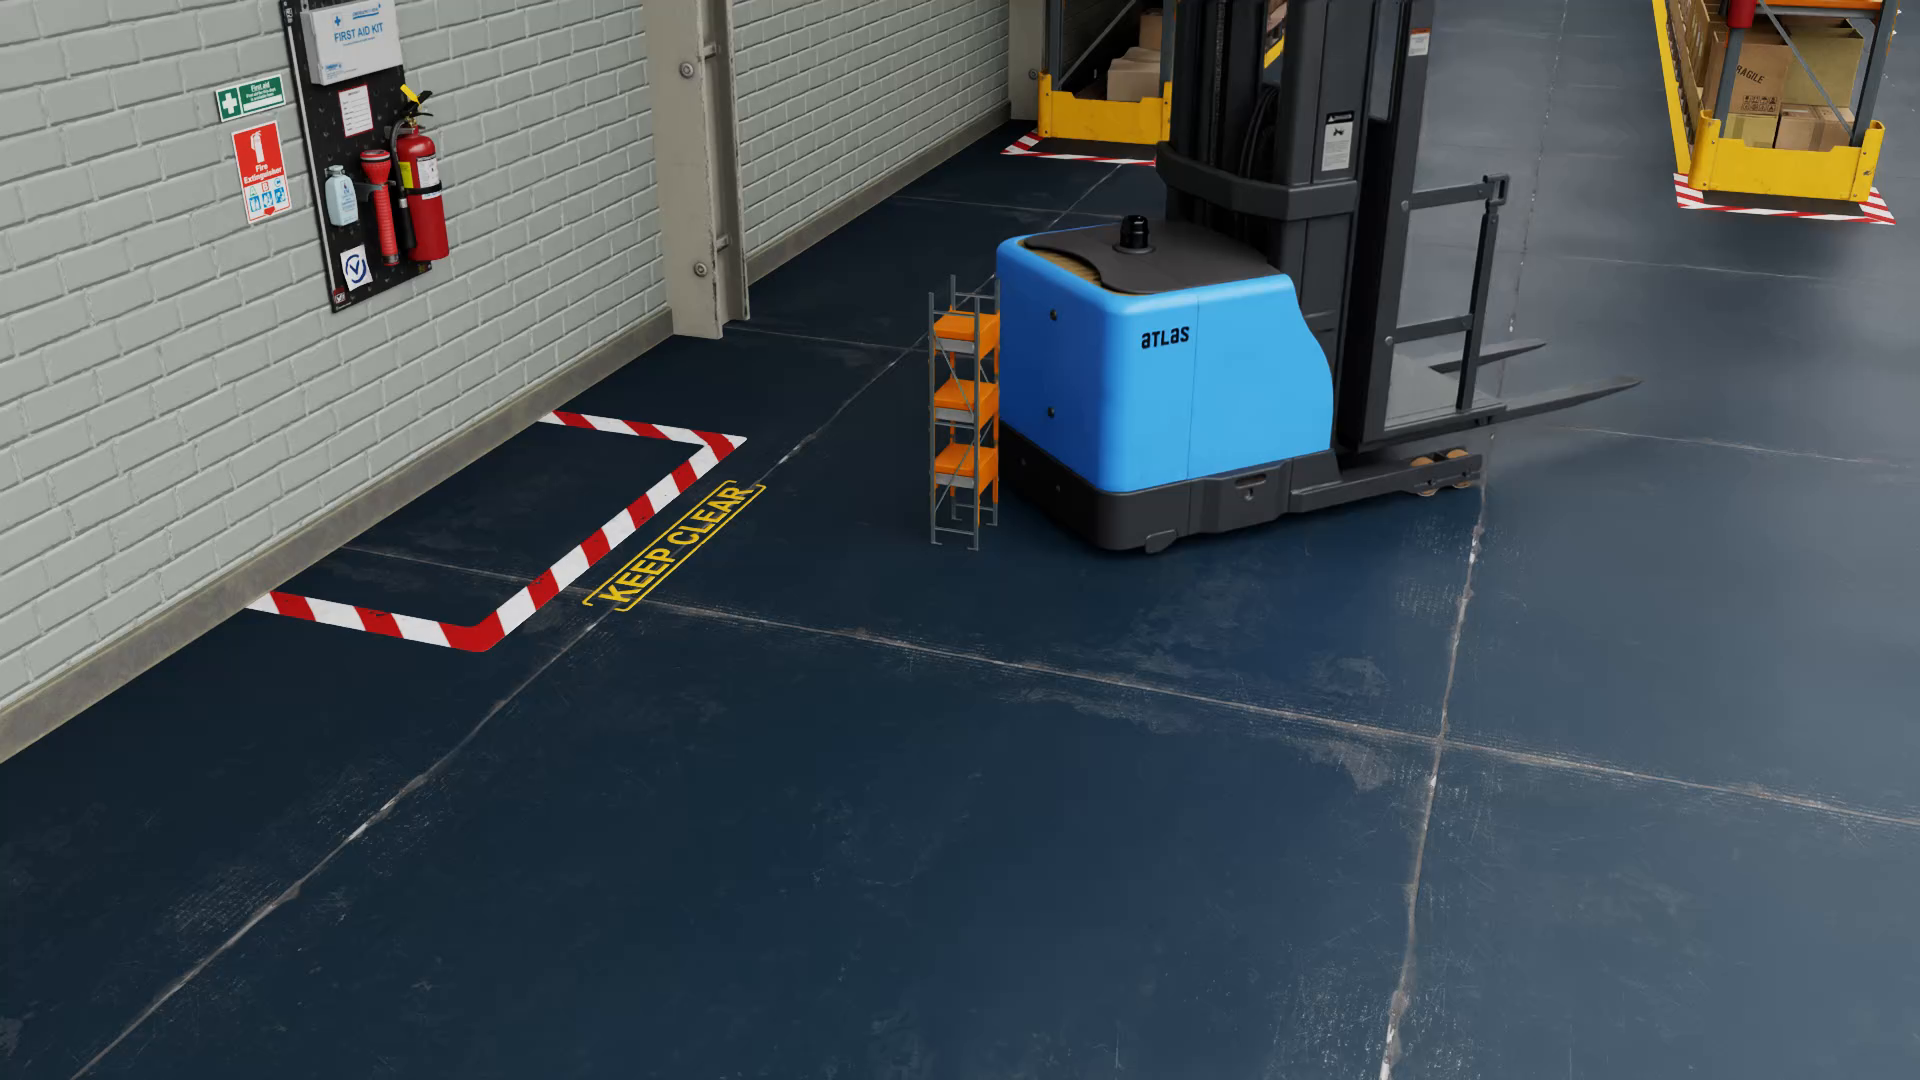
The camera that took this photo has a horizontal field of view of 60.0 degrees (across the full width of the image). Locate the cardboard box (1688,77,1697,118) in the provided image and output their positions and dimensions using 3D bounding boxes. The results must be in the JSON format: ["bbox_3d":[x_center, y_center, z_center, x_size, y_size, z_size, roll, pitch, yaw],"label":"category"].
[{"bbox_3d":[6.086,-3.502,13.215,0.500,0.250,0.500,9,27,17],"label":"cardboard box"}]

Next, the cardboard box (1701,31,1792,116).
[{"bbox_3d":[5.764,-3.427,12.199,0.500,0.500,0.500,9,27,17],"label":"cardboard box"}]

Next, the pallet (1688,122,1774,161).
[{"bbox_3d":[6.081,-2.940,12.580,1.003,0.211,1.213,9,27,17],"label":"pallet"}]

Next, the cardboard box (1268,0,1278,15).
[{"bbox_3d":[3.087,-6.036,18.139,0.700,0.500,0.500,9,27,18],"label":"cardboard box"}]

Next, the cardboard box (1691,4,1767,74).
[{"bbox_3d":[6.251,-4.045,13.476,0.500,0.500,0.500,9,27,17],"label":"cardboard box"}]

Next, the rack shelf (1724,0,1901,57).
[{"bbox_3d":[6.532,-4.373,13.165,1.077,0.370,4.000,9,27,17],"label":"rack shelf"}]

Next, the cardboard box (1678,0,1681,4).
[{"bbox_3d":[7.568,-5.556,16.812,0.500,0.311,0.500,8,27,17],"label":"cardboard box"}]

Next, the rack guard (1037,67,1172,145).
[{"bbox_3d":[1.219,-3.498,13.400,1.175,0.500,0.348,9,27,17],"label":"rack guard"}]

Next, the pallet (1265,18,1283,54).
[{"bbox_3d":[2.783,-5.300,17.455,1.003,0.211,1.213,9,27,17],"label":"pallet"}]

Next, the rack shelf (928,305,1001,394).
[{"bbox_3d":[0.018,-0.740,6.448,0.215,0.259,0.240,9,27,17],"label":"rack shelf"}]

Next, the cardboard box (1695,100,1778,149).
[{"bbox_3d":[5.766,-3.089,12.362,0.500,0.250,0.500,9,27,17],"label":"cardboard box"}]

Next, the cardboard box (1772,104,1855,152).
[{"bbox_3d":[6.255,-3.014,12.207,0.500,0.250,0.500,9,27,17],"label":"cardboard box"}]

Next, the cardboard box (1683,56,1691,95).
[{"bbox_3d":[6.415,-3.914,14.065,0.500,0.250,0.500,9,27,17],"label":"cardboard box"}]

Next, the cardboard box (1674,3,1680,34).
[{"bbox_3d":[7.573,-5.309,16.946,0.500,0.250,0.500,9,27,18],"label":"cardboard box"}]

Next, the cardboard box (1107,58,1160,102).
[{"bbox_3d":[1.509,-3.851,13.841,0.500,0.311,0.500,6,26,12],"label":"cardboard box"}]

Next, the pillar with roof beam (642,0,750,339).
[{"bbox_3d":[2.674,-4.615,5.955,9.100,9.000,0.400,9,27,17],"label":"pillar with roof beam"}]

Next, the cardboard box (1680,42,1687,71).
[{"bbox_3d":[6.757,-4.323,14.910,0.500,0.250,0.500,9,27,17],"label":"cardboard box"}]

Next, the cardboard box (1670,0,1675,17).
[{"bbox_3d":[7.911,-5.734,17.825,0.500,0.250,0.500,8,27,16],"label":"cardboard box"}]

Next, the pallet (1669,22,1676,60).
[{"bbox_3d":[7.810,-5.075,16.989,1.003,0.211,1.213,9,27,17],"label":"pallet"}]

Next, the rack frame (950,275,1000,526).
[{"bbox_3d":[0.058,-0.545,6.670,0.200,1.050,0.008,9,27,17],"label":"rack frame"}]

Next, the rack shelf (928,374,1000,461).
[{"bbox_3d":[0.018,-0.485,6.571,0.215,0.259,0.240,9,27,17],"label":"rack shelf"}]

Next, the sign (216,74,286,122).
[{"bbox_3d":[-2.515,-1.572,5.905,0.001,0.109,0.331,9,27,17],"label":"sign"}]

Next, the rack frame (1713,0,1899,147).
[{"bbox_3d":[5.866,-3.875,11.310,1.000,3.000,0.127,9,27,17],"label":"rack frame"}]

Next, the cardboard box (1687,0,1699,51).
[{"bbox_3d":[6.589,-4.456,14.323,0.500,0.500,0.500,9,27,17],"label":"cardboard box"}]

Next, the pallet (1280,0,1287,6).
[{"bbox_3d":[3.595,-6.303,19.526,1.003,0.211,1.213,9,27,17],"label":"pallet"}]

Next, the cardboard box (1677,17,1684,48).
[{"bbox_3d":[7.232,-4.890,16.081,0.500,0.250,0.500,8,27,17],"label":"cardboard box"}]

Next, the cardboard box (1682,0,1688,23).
[{"bbox_3d":[7.229,-5.145,15.964,0.500,0.311,0.500,10,27,19],"label":"cardboard box"}]

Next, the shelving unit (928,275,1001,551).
[{"bbox_3d":[0.018,-0.495,6.567,0.215,1.050,0.252,9,27,17],"label":"shelving unit"}]

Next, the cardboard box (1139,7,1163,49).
[{"bbox_3d":[1.990,-4.464,14.892,0.700,0.500,0.500,7,27,14],"label":"cardboard box"}]

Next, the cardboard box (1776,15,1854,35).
[{"bbox_3d":[6.574,-3.765,12.896,0.500,0.500,0.500,9,27,17],"label":"cardboard box"}]

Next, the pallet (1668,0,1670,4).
[{"bbox_3d":[9.220,-6.708,20.362,1.003,0.211,1.213,9,27,17],"label":"pallet"}]

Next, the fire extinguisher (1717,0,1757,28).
[{"bbox_3d":[5.389,-3.859,11.366,0.296,0.674,0.183,9,27,17],"label":"fire extinguisher"}]

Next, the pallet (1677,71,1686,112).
[{"bbox_3d":[6.893,-3.943,14.651,1.003,0.211,1.213,9,27,17],"label":"pallet"}]

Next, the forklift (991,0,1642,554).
[{"bbox_3d":[1.688,-1.697,6.891,3.031,2.935,1.130,-12,28,-24],"label":"forklift"}]
